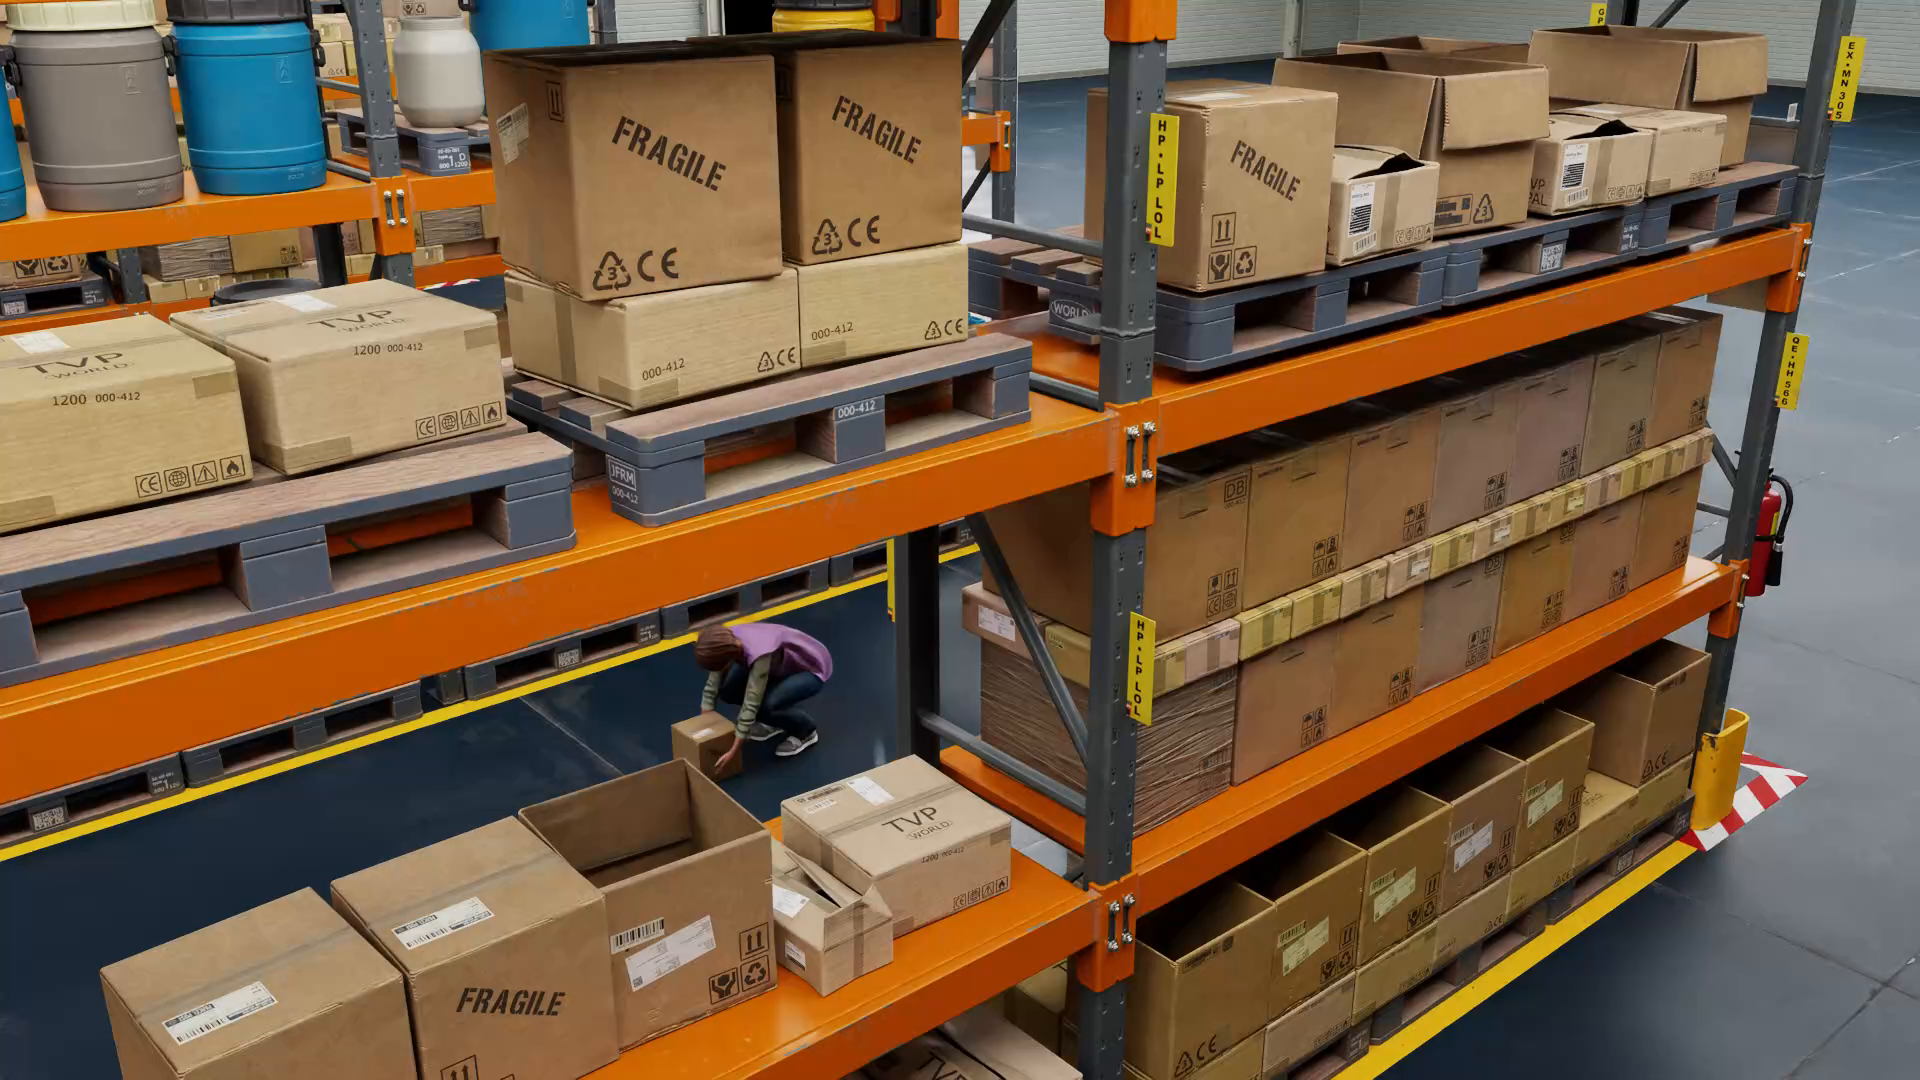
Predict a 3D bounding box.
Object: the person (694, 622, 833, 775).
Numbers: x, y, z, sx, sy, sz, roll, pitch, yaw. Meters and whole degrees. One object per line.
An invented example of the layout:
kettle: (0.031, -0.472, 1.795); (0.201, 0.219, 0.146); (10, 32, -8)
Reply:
person: (-0.998, 0.713, 8.393); (0.803, 0.786, 0.437); (-17, 27, -37)
